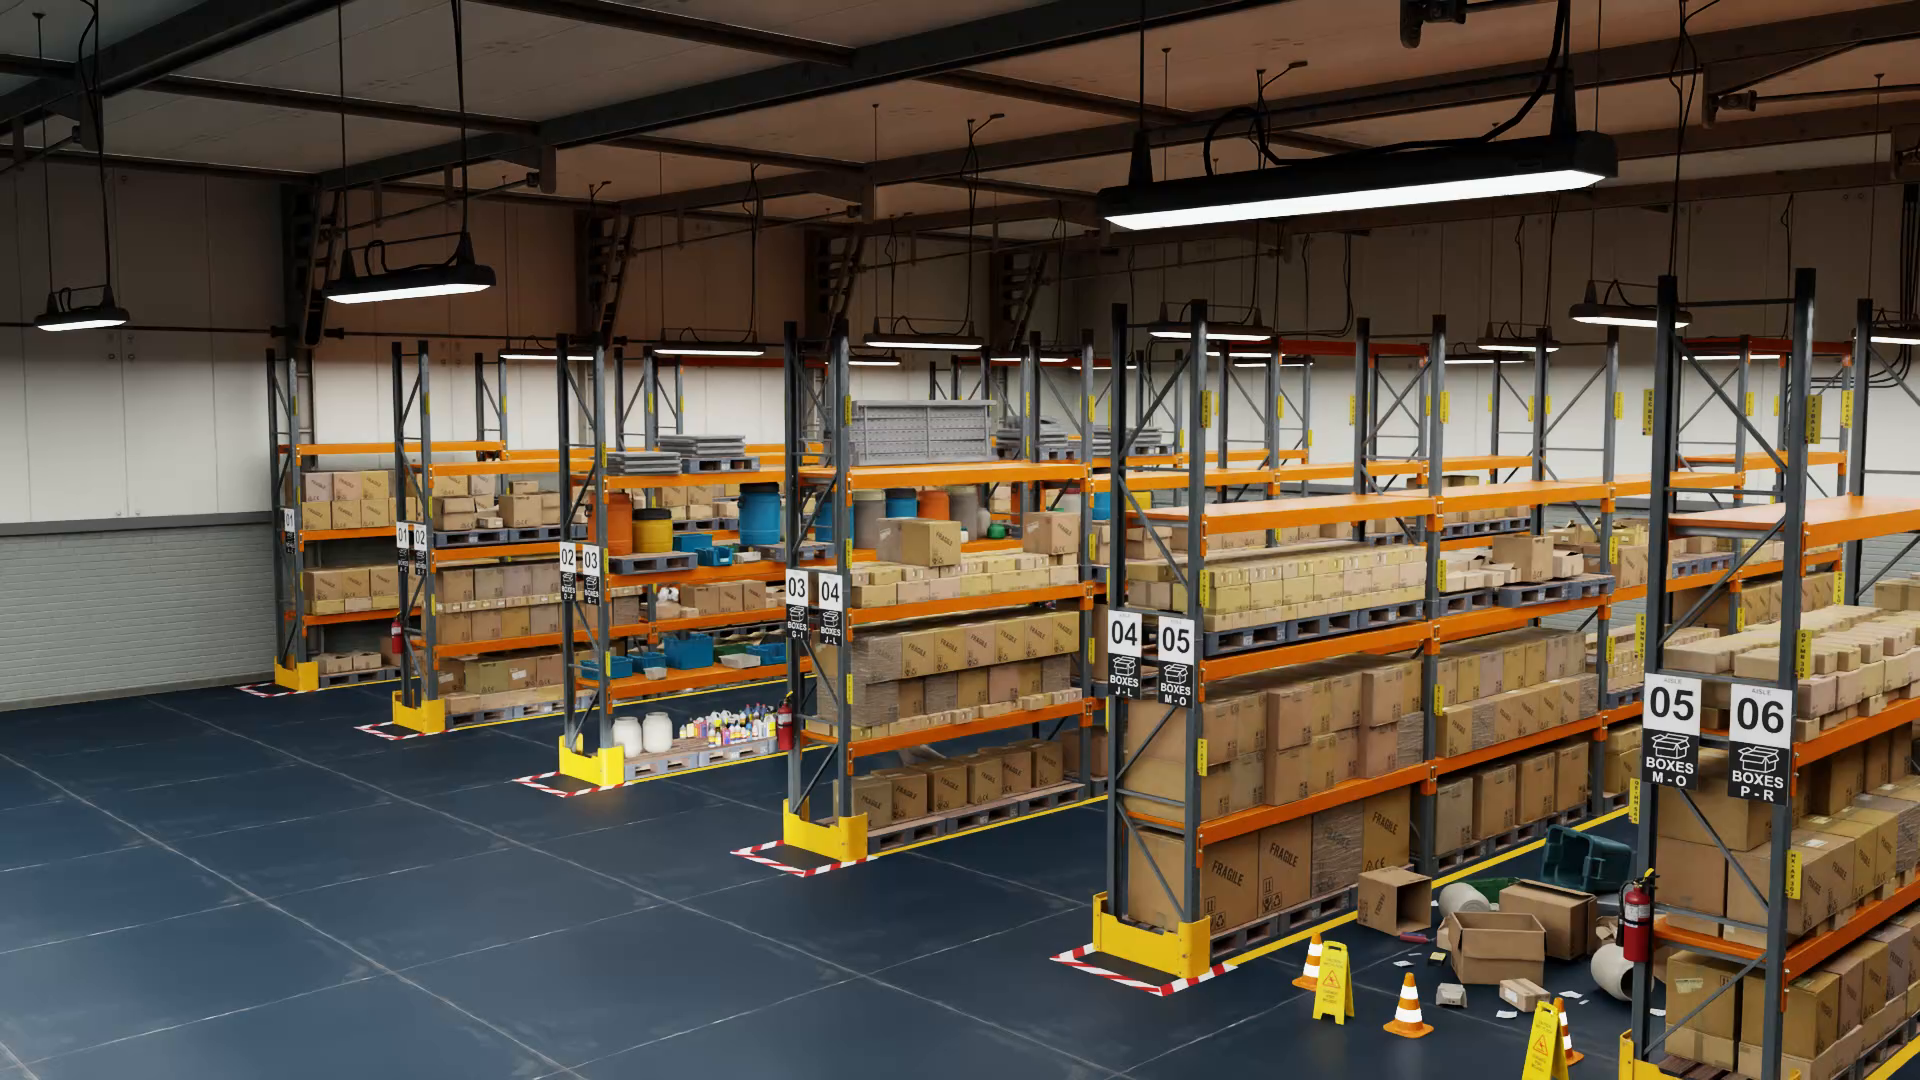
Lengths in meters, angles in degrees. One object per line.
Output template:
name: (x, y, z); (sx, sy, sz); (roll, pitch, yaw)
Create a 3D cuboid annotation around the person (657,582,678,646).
person: (-5.842, 1.519, 32.788); (0.480, 1.674, 0.731); (2, 5, 21)

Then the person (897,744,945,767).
person: (-0.570, 2.390, 22.373); (0.650, 1.701, 0.596); (-2, 5, -26)
